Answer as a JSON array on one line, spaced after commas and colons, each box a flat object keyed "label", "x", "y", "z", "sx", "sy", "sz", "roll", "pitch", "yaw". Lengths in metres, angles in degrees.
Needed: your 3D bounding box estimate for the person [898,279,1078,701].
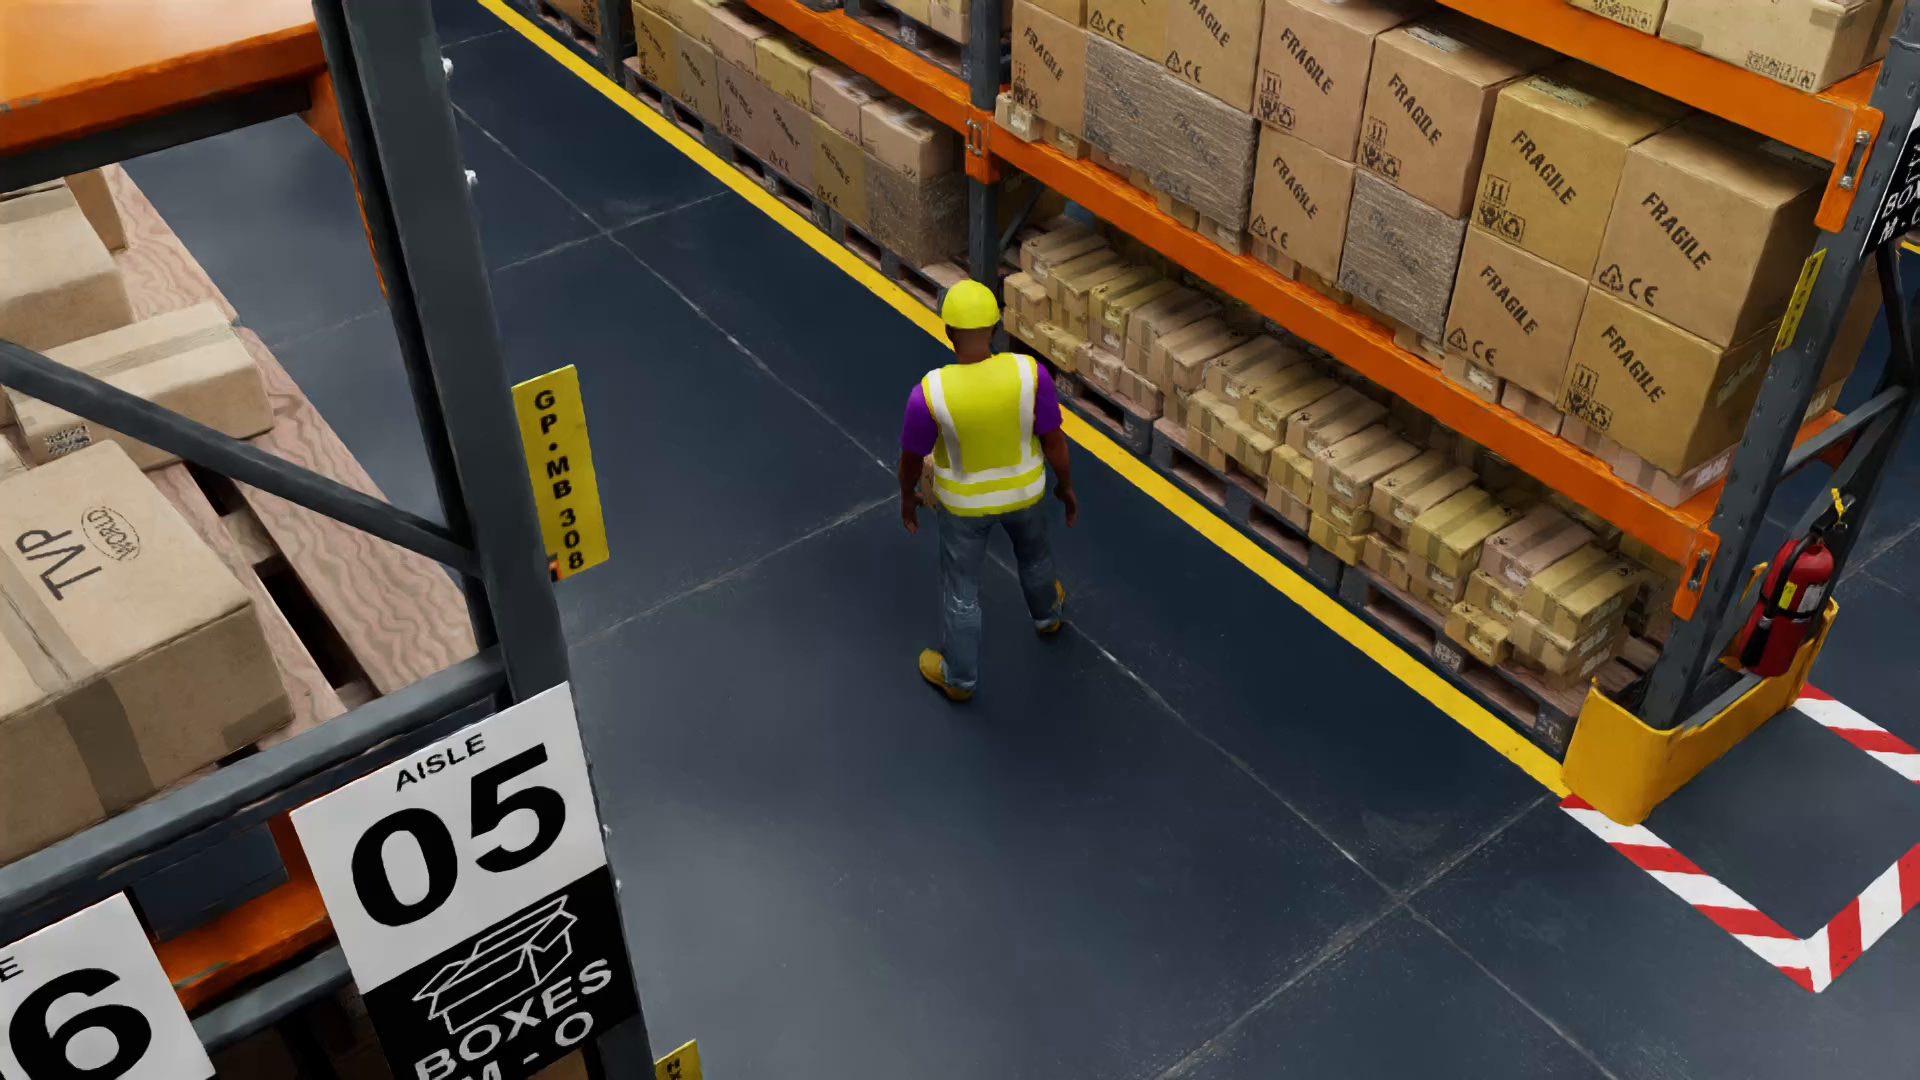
[{"label": "person", "x": 0.123, "y": -0.228, "z": 6.379, "sx": 0.739, "sy": 1.753, "sz": 0.629, "roll": -6, "pitch": 40, "yaw": -7}]
